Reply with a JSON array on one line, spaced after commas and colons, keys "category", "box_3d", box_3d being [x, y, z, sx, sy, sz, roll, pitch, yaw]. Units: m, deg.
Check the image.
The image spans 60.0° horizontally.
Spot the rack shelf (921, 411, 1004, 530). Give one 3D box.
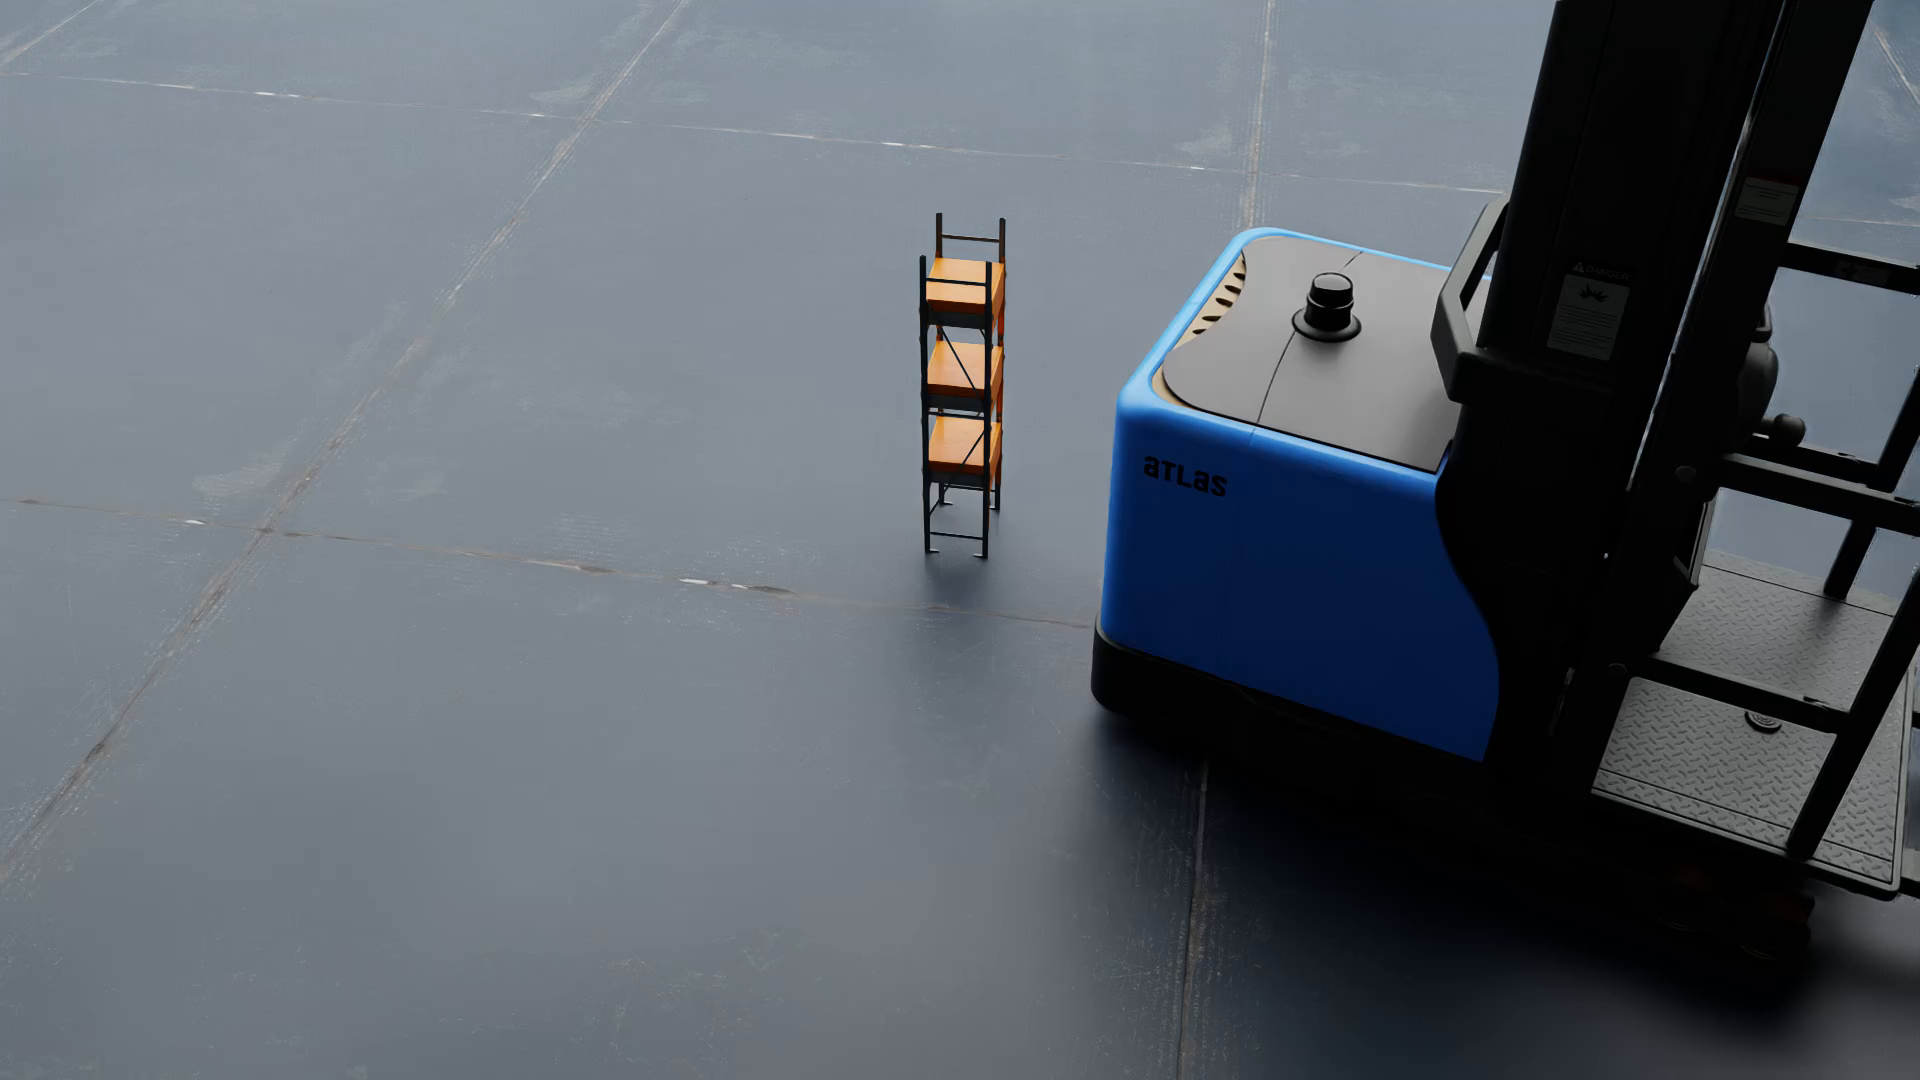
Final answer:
[{"category": "rack shelf", "box_3d": [0.009, -0.216, 5.140, 0.215, 0.259, 0.240, 6, 40, 8]}]

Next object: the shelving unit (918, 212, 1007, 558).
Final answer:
[{"category": "shelving unit", "box_3d": [0.009, -0.438, 4.956, 0.215, 1.050, 0.252, 6, 40, 8]}]

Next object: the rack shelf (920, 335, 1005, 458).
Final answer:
[{"category": "rack shelf", "box_3d": [0.009, -0.430, 4.963, 0.215, 0.259, 0.240, 6, 40, 8]}]

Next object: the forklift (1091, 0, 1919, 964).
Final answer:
[{"category": "forklift", "box_3d": [1.919, -0.504, 3.559, 3.031, 2.935, 1.130, 17, 43, 20]}]

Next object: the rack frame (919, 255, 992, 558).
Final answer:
[{"category": "rack frame", "box_3d": [-0.012, -0.362, 4.863, 0.200, 1.050, 0.008, 6, 40, 8]}]

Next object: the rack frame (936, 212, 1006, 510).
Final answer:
[{"category": "rack frame", "box_3d": [0.030, -0.515, 5.049, 0.200, 1.050, 0.008, 6, 40, 8]}]

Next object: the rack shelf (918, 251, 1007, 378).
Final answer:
[{"category": "rack shelf", "box_3d": [0.009, -0.649, 4.782, 0.215, 0.259, 0.240, 6, 40, 8]}]
